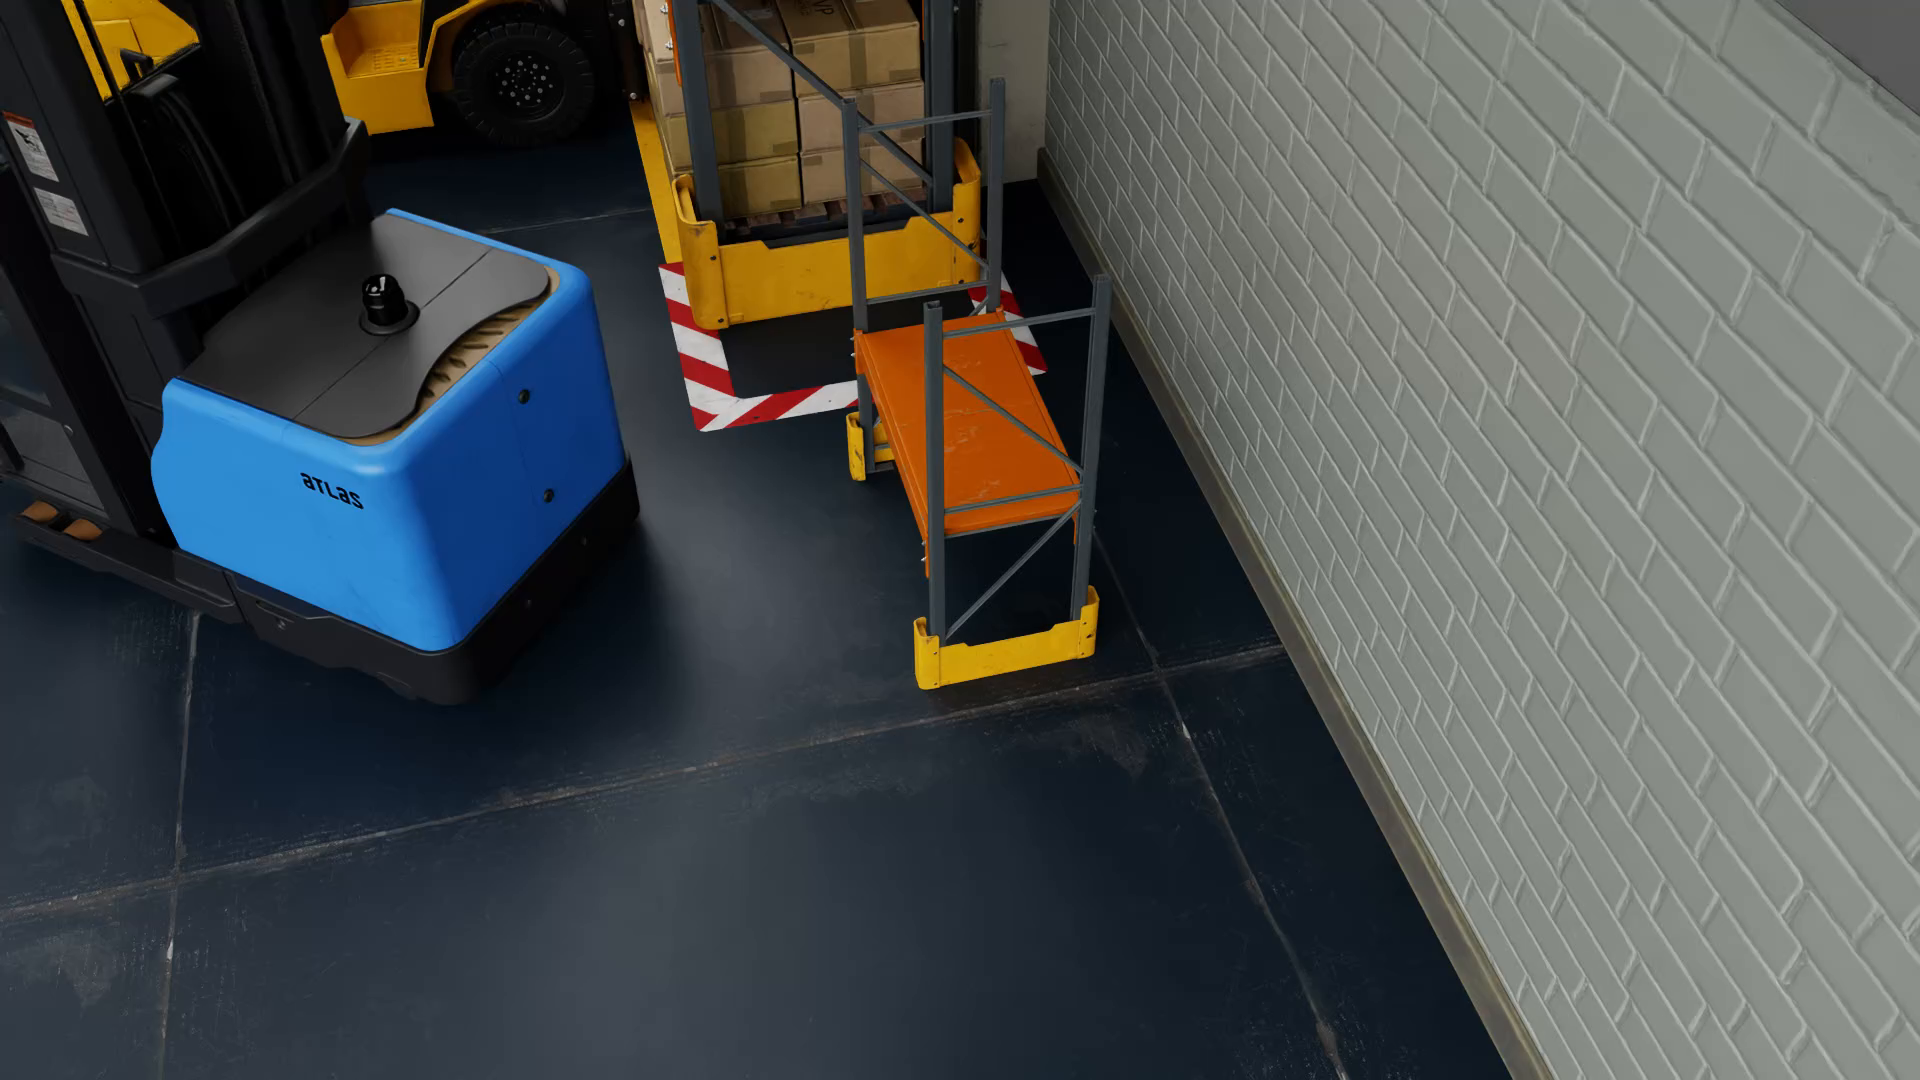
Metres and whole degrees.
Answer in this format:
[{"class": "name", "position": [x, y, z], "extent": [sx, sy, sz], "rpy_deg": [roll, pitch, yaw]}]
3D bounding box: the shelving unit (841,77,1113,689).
[{"class": "shelving unit", "position": [0.020, -0.472, 5.163], "extent": [0.587, 1.500, 1.083], "rpy_deg": [-11, 47, -10]}]

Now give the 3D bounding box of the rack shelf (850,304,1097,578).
[{"class": "rack shelf", "position": [0.022, -0.340, 5.285], "extent": [0.538, 0.185, 1.000], "rpy_deg": [-11, 47, -10]}]

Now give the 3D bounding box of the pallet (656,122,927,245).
[{"class": "pallet", "position": [-0.756, -1.655, 7.224], "extent": [1.003, 0.211, 1.213], "rpy_deg": [-11, 47, -10]}]

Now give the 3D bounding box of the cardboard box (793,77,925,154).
[{"class": "cardboard box", "position": [-0.439, -1.833, 6.727], "extent": [0.500, 0.250, 0.500], "rpy_deg": [-10, 46, -10]}]

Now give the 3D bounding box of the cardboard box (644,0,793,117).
[{"class": "cardboard box", "position": [-0.939, -1.906, 6.449], "extent": [0.500, 0.250, 0.500], "rpy_deg": [-9, 46, -9]}]

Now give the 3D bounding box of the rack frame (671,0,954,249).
[{"class": "rack frame", "position": [-0.520, -2.110, 5.718], "extent": [1.000, 3.000, 0.127], "rpy_deg": [-11, 47, -10]}]

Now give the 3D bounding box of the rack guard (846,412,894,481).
[{"class": "rack guard", "position": [-0.108, -0.379, 5.946], "extent": [0.587, 0.250, 0.087], "rpy_deg": [-11, 47, -10]}]

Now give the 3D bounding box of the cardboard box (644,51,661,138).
[{"class": "cardboard box", "position": [-1.064, -1.907, 7.149], "extent": [0.500, 0.250, 0.500], "rpy_deg": [-11, 47, -10]}]

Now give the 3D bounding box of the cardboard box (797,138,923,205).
[{"class": "cardboard box", "position": [-0.456, -1.670, 6.917], "extent": [0.500, 0.250, 0.500], "rpy_deg": [-11, 47, -10]}]

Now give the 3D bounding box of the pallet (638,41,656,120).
[{"class": "pallet", "position": [-1.065, -2.495, 8.048], "extent": [1.003, 0.211, 1.213], "rpy_deg": [-11, 47, -10]}]

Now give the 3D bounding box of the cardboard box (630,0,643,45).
[{"class": "cardboard box", "position": [-1.217, -2.450, 7.332], "extent": [0.500, 0.250, 0.500], "rpy_deg": [-12, 47, -11]}]

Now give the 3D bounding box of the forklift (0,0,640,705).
[{"class": "forklift", "position": [-2.661, -1.252, 4.925], "extent": [3.031, 2.935, 1.130], "rpy_deg": [19, 49, 18]}]

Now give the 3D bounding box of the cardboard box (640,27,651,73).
[{"class": "cardboard box", "position": [-1.065, -2.097, 6.986], "extent": [0.500, 0.250, 0.500], "rpy_deg": [-11, 47, -11]}]

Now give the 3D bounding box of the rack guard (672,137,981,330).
[{"class": "rack guard", "position": [-0.514, -1.219, 6.594], "extent": [1.175, 0.500, 0.348], "rpy_deg": [-11, 47, -10]}]

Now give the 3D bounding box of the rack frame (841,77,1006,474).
[{"class": "rack frame", "position": [-0.108, -0.817, 5.501], "extent": [0.500, 1.500, 0.032], "rpy_deg": [-11, 47, -10]}]

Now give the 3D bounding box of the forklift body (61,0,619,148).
[{"class": "forklift body", "position": [-2.769, -2.789, 6.977], "extent": [2.313, 2.155, 1.214], "rpy_deg": [-11, 47, -10]}]

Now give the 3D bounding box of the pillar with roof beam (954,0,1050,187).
[{"class": "pillar with roof beam", "position": [-3.988, -4.069, 3.437], "extent": [9.100, 9.000, 0.400], "rpy_deg": [-11, 47, -10]}]

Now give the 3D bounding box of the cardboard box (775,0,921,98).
[{"class": "cardboard box", "position": [-0.460, -2.011, 6.552], "extent": [0.500, 0.250, 0.500], "rpy_deg": [-11, 47, -11]}]

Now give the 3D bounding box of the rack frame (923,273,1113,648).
[{"class": "rack frame", "position": [0.152, -0.115, 4.813], "extent": [0.500, 1.500, 0.032], "rpy_deg": [-11, 47, -10]}]

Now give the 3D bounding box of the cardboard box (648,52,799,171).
[{"class": "cardboard box", "position": [-0.947, -1.749, 6.645], "extent": [0.500, 0.250, 0.500], "rpy_deg": [-11, 47, -11]}]

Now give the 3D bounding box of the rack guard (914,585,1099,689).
[{"class": "rack guard", "position": [0.147, 0.309, 5.272], "extent": [0.587, 0.250, 0.087], "rpy_deg": [-11, 47, -10]}]

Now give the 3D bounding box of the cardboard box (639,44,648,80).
[{"class": "cardboard box", "position": [-1.183, -2.254, 7.490], "extent": [0.500, 0.250, 0.500], "rpy_deg": [-10, 46, -10]}]

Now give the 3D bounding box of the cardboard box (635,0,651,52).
[{"class": "cardboard box", "position": [-1.076, -2.257, 6.793], "extent": [0.500, 0.250, 0.500], "rpy_deg": [-10, 46, -10]}]

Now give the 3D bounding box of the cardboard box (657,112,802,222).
[{"class": "cardboard box", "position": [-0.945, -1.562, 6.811], "extent": [0.500, 0.250, 0.500], "rpy_deg": [-10, 46, -10]}]

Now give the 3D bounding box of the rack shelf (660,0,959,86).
[{"class": "rack shelf", "position": [-1.032, -3.239, 7.328], "extent": [1.077, 0.370, 4.000], "rpy_deg": [-11, 47, -10]}]
